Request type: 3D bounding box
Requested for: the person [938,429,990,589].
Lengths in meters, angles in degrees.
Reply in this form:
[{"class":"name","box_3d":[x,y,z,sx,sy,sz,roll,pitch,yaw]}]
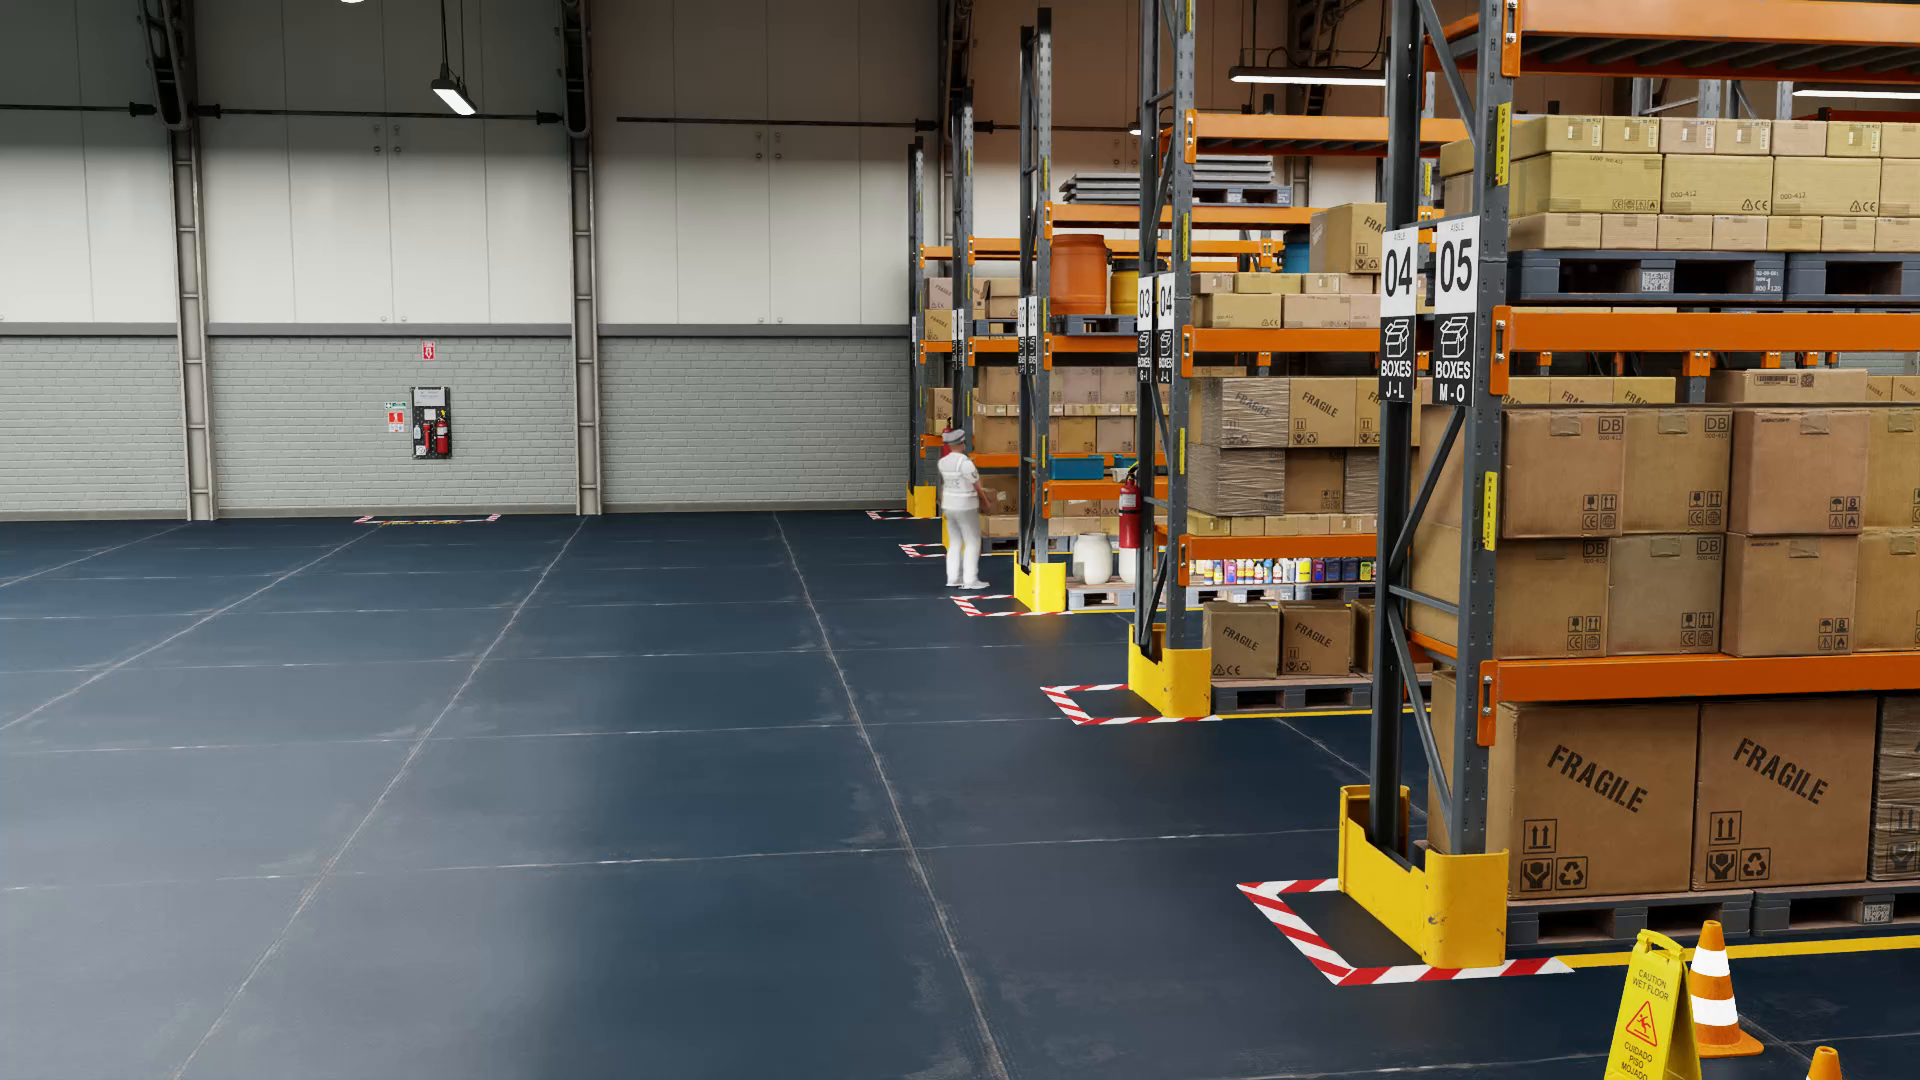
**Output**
[{"class":"person","box_3d":[0.063,-0.355,18.699,0.552,1.778,0.529,-6,9,-43]}]
